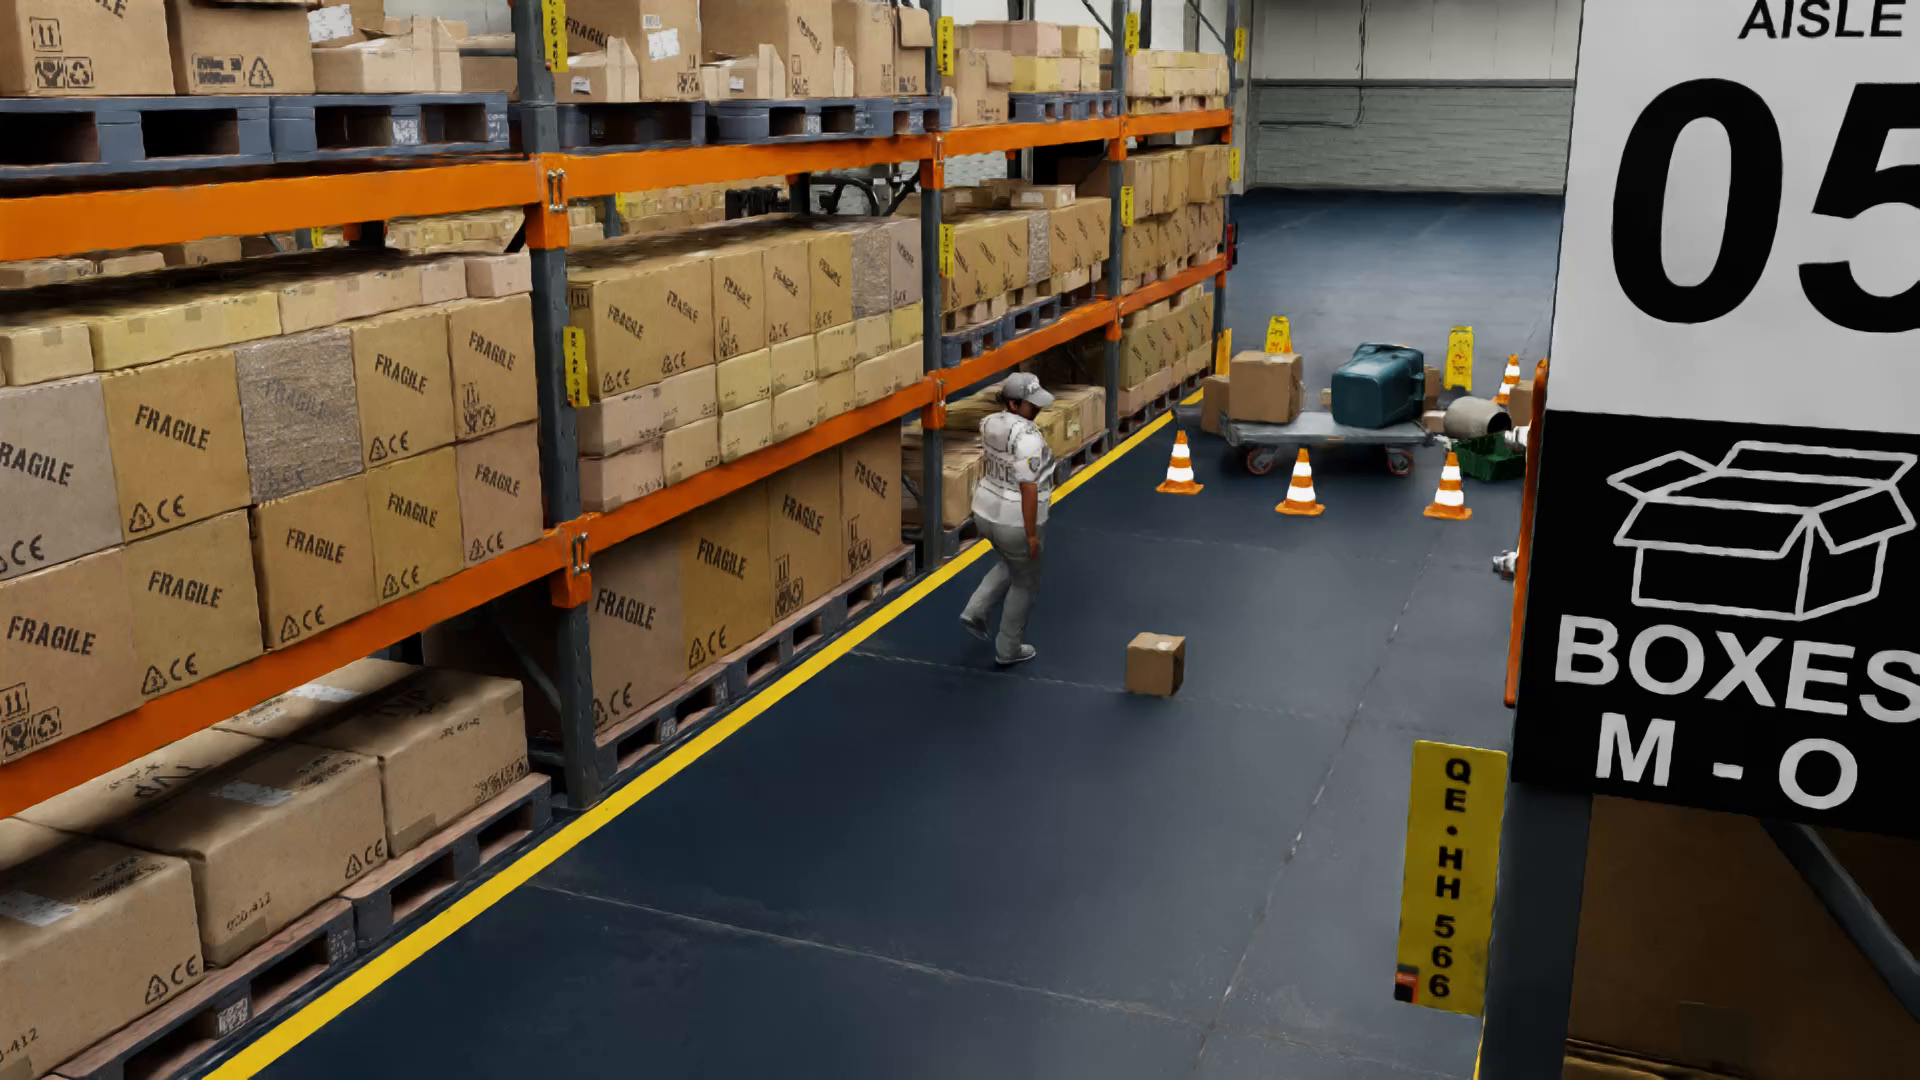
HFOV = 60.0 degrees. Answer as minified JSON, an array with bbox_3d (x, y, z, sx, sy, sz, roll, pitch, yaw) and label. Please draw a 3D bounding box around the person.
[{"bbox_3d":[0.297,-0.110,8.947,0.469,1.655,0.613,-10,19,-33],"label":"person"}]
